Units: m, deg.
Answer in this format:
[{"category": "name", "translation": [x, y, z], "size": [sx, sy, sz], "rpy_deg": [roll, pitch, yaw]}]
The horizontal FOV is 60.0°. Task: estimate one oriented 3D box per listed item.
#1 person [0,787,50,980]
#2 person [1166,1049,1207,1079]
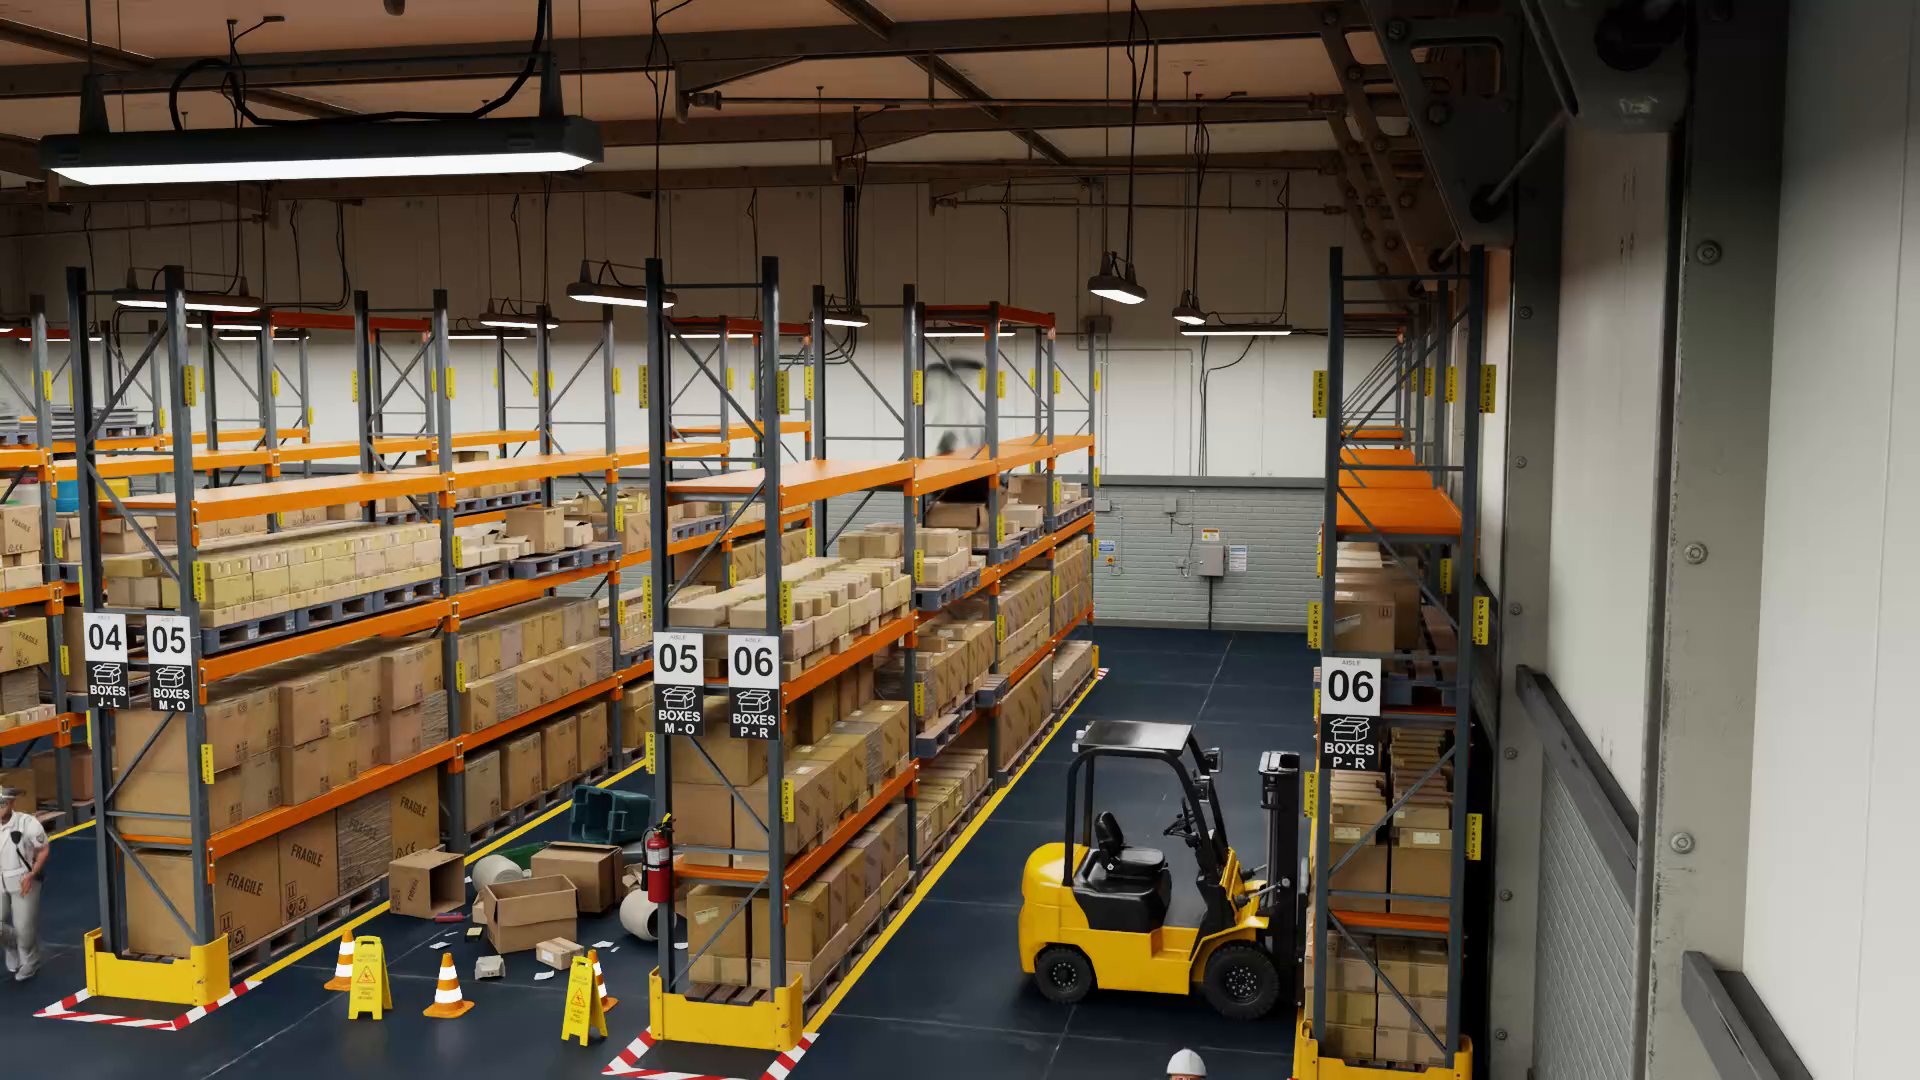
[{"category": "person", "translation": [-8.047, 2.894, 14.078], "size": [0.635, 1.718, 0.574], "rpy_deg": [-1, 6, -10]}, {"category": "person", "translation": [1.117, 3.443, 8.417], "size": [0.633, 1.743, 0.575], "rpy_deg": [1, 6, 5]}]
